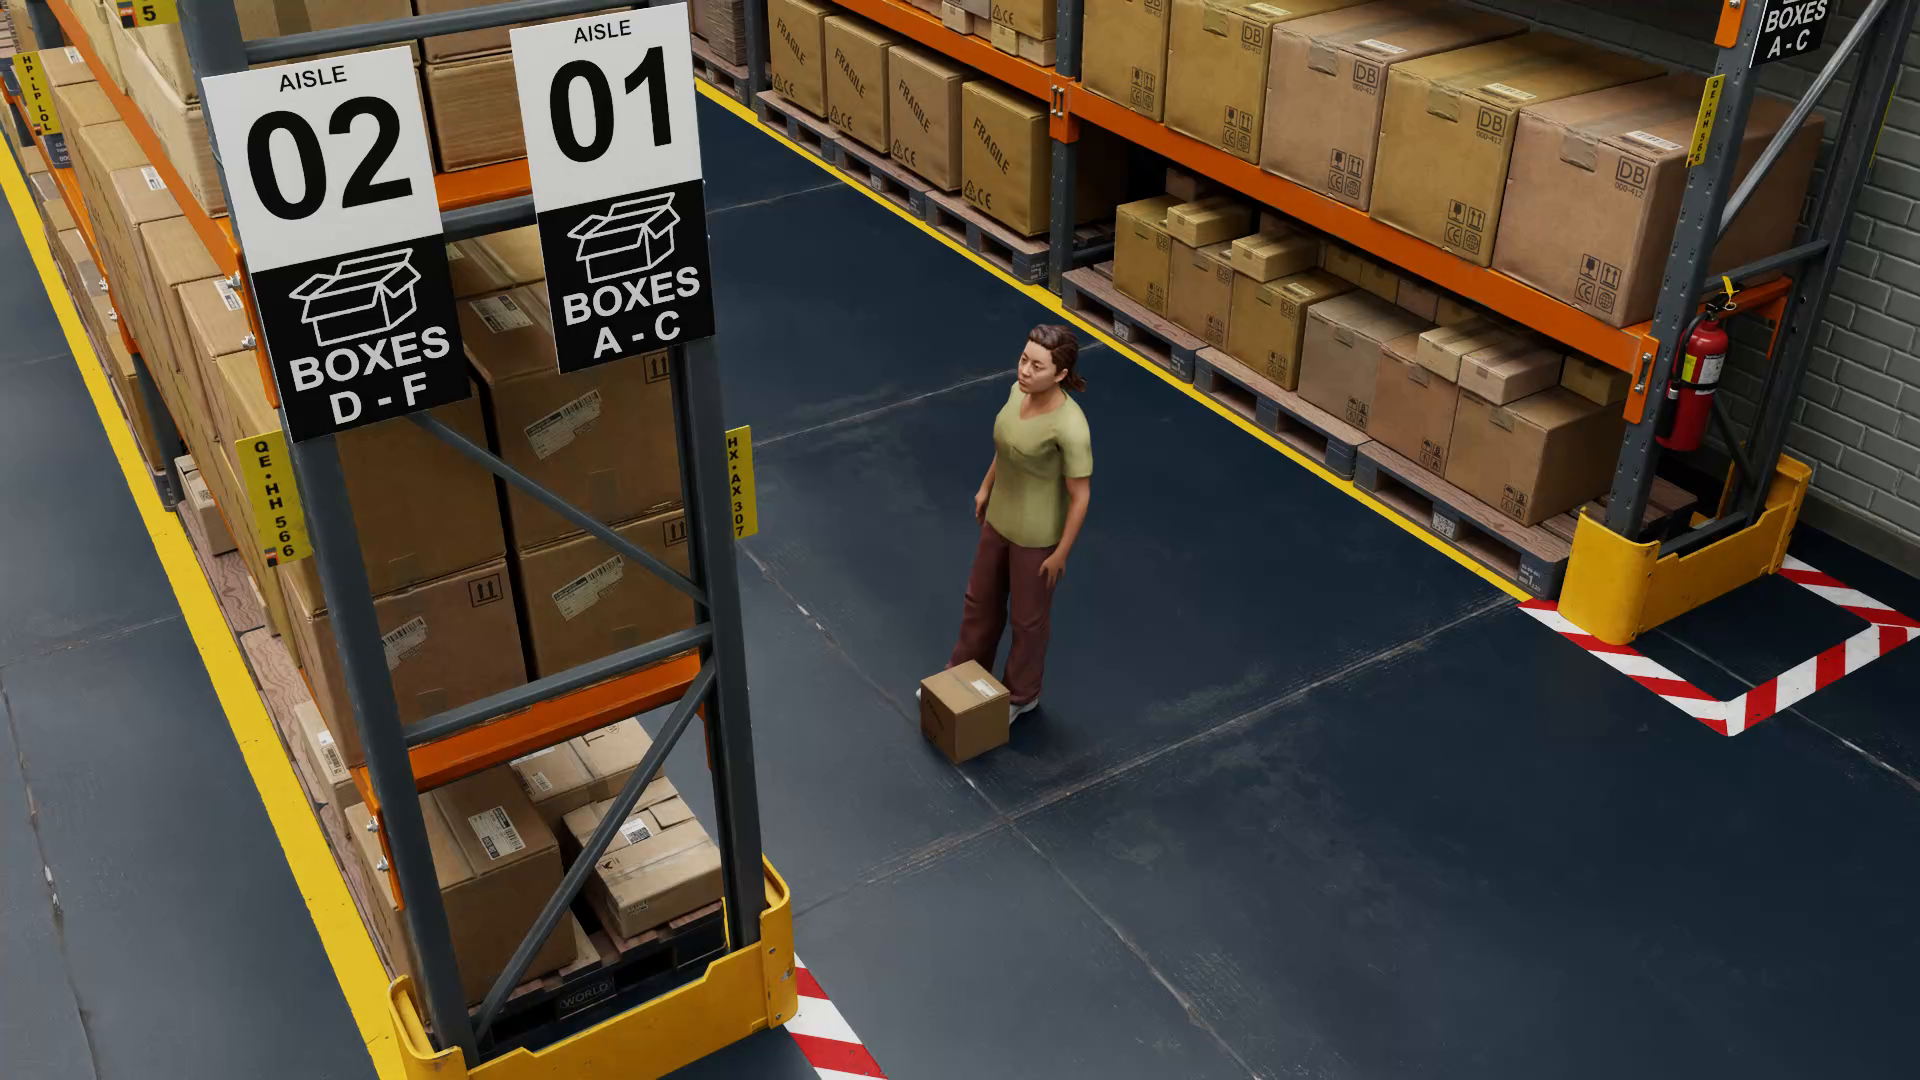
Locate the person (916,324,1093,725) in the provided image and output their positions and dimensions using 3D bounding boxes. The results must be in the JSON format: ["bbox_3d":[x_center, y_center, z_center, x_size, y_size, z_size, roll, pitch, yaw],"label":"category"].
[{"bbox_3d":[0.184,-0.022,6.156,0.547,1.673,0.553,-19,37,-27],"label":"person"}]
